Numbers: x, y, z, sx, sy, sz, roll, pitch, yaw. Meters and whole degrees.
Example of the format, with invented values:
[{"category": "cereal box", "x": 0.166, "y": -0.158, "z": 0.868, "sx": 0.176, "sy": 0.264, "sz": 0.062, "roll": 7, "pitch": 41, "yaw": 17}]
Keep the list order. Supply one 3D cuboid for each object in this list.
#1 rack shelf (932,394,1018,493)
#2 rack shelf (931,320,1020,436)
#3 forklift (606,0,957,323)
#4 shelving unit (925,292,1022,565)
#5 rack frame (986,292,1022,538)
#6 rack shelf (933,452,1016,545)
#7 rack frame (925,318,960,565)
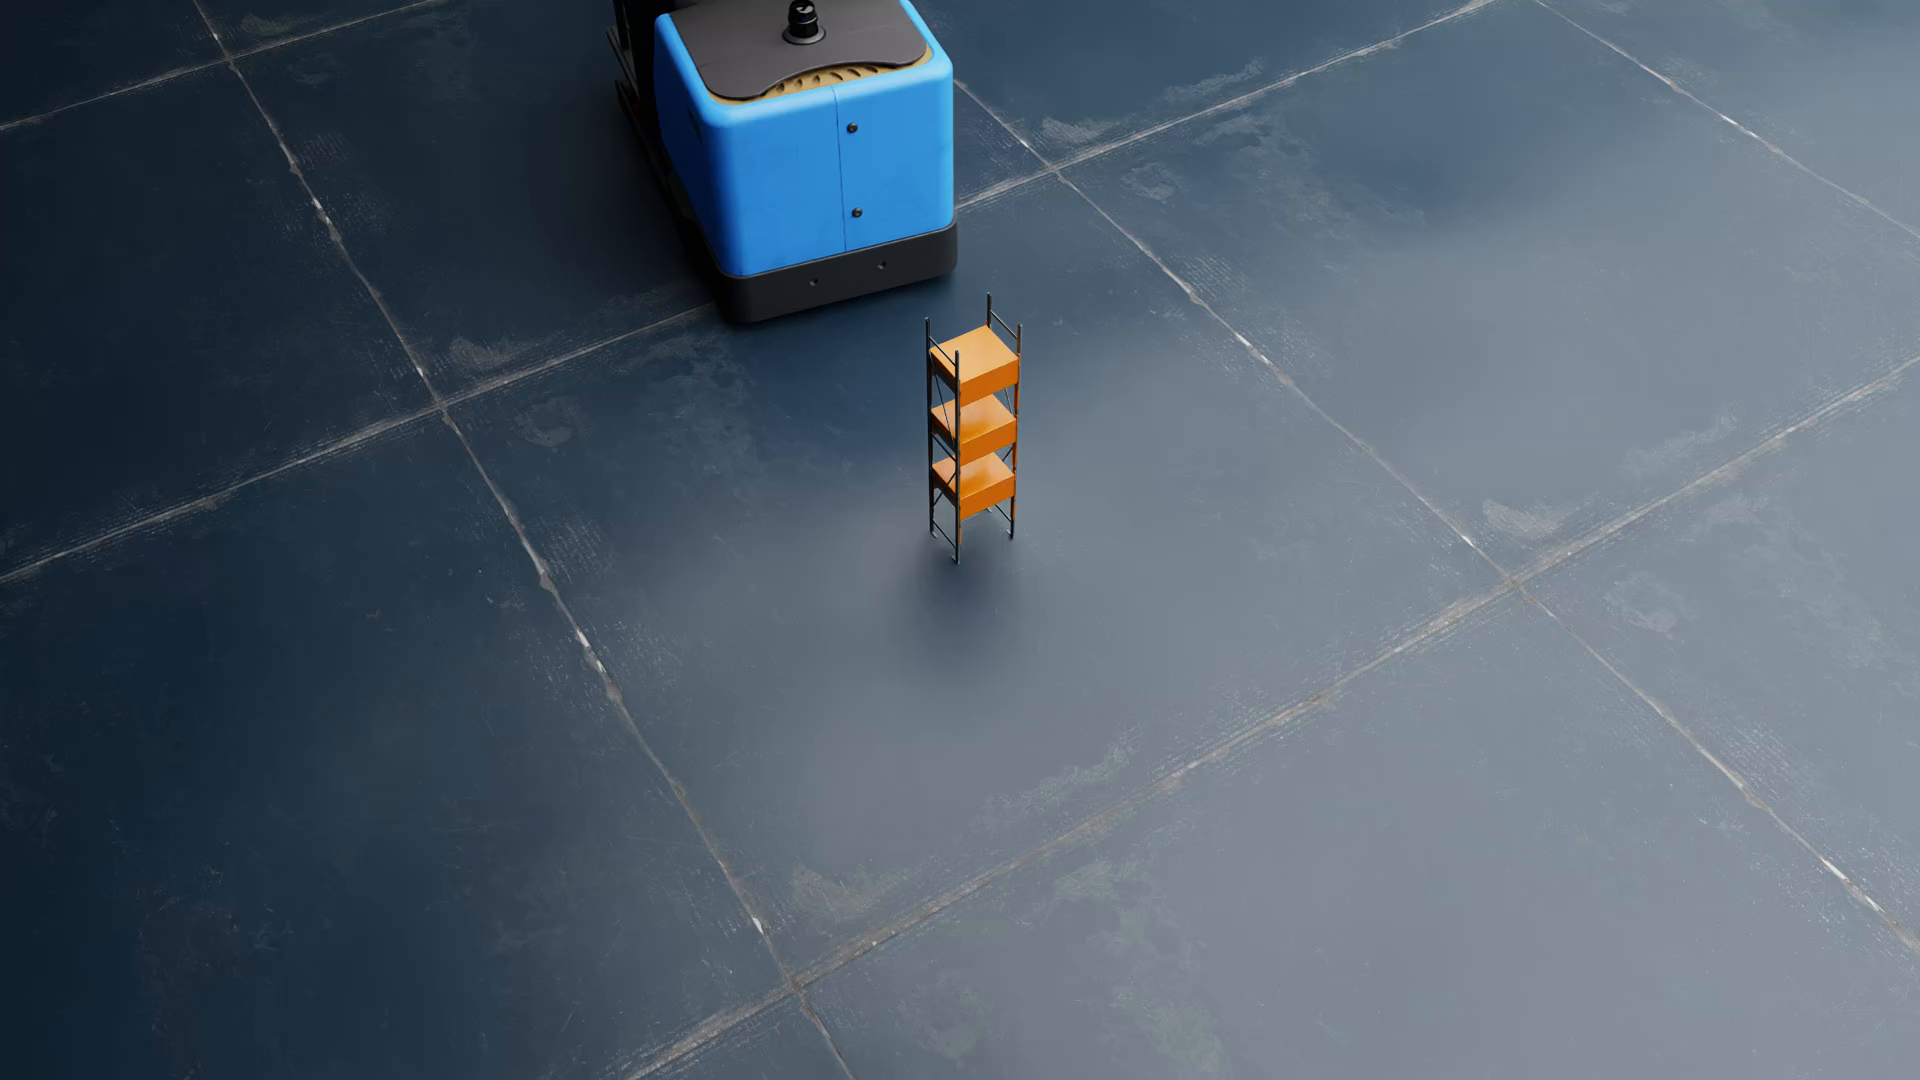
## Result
[{"category": "rack shelf", "x": 0.045, "y": -0.363, "z": 5.885, "sx": 0.240, "sy": 0.259, "sz": 0.215, "roll": -25, "pitch": 53, "yaw": -21}, {"category": "rack shelf", "x": 0.045, "y": -0.552, "z": 5.673, "sx": 0.240, "sy": 0.259, "sz": 0.215, "roll": -25, "pitch": 53, "yaw": -21}, {"category": "forklift", "x": -1.019, "y": -3.007, "z": 6.965, "sx": 1.130, "sy": 2.935, "sz": 3.031, "roll": -16, "pitch": 50, "yaw": -14}, {"category": "shelving unit", "x": 0.045, "y": -0.370, "z": 5.877, "sx": 0.252, "sy": 1.050, "sz": 0.215, "roll": -25, "pitch": 53, "yaw": -21}, {"category": "rack frame", "x": 0.148, "y": -0.419, "z": 5.920, "sx": 0.008, "sy": 1.050, "sz": 0.200, "roll": -25, "pitch": 53, "yaw": -21}, {"category": "rack shelf", "x": 0.045, "y": -0.179, "z": 6.092, "sx": 0.240, "sy": 0.259, "sz": 0.215, "roll": -25, "pitch": 53, "yaw": -21}, {"category": "rack frame", "x": -0.058, "y": -0.322, "z": 5.834, "sx": 0.008, "sy": 1.050, "sz": 0.200, "roll": -25, "pitch": 53, "yaw": -21}]
